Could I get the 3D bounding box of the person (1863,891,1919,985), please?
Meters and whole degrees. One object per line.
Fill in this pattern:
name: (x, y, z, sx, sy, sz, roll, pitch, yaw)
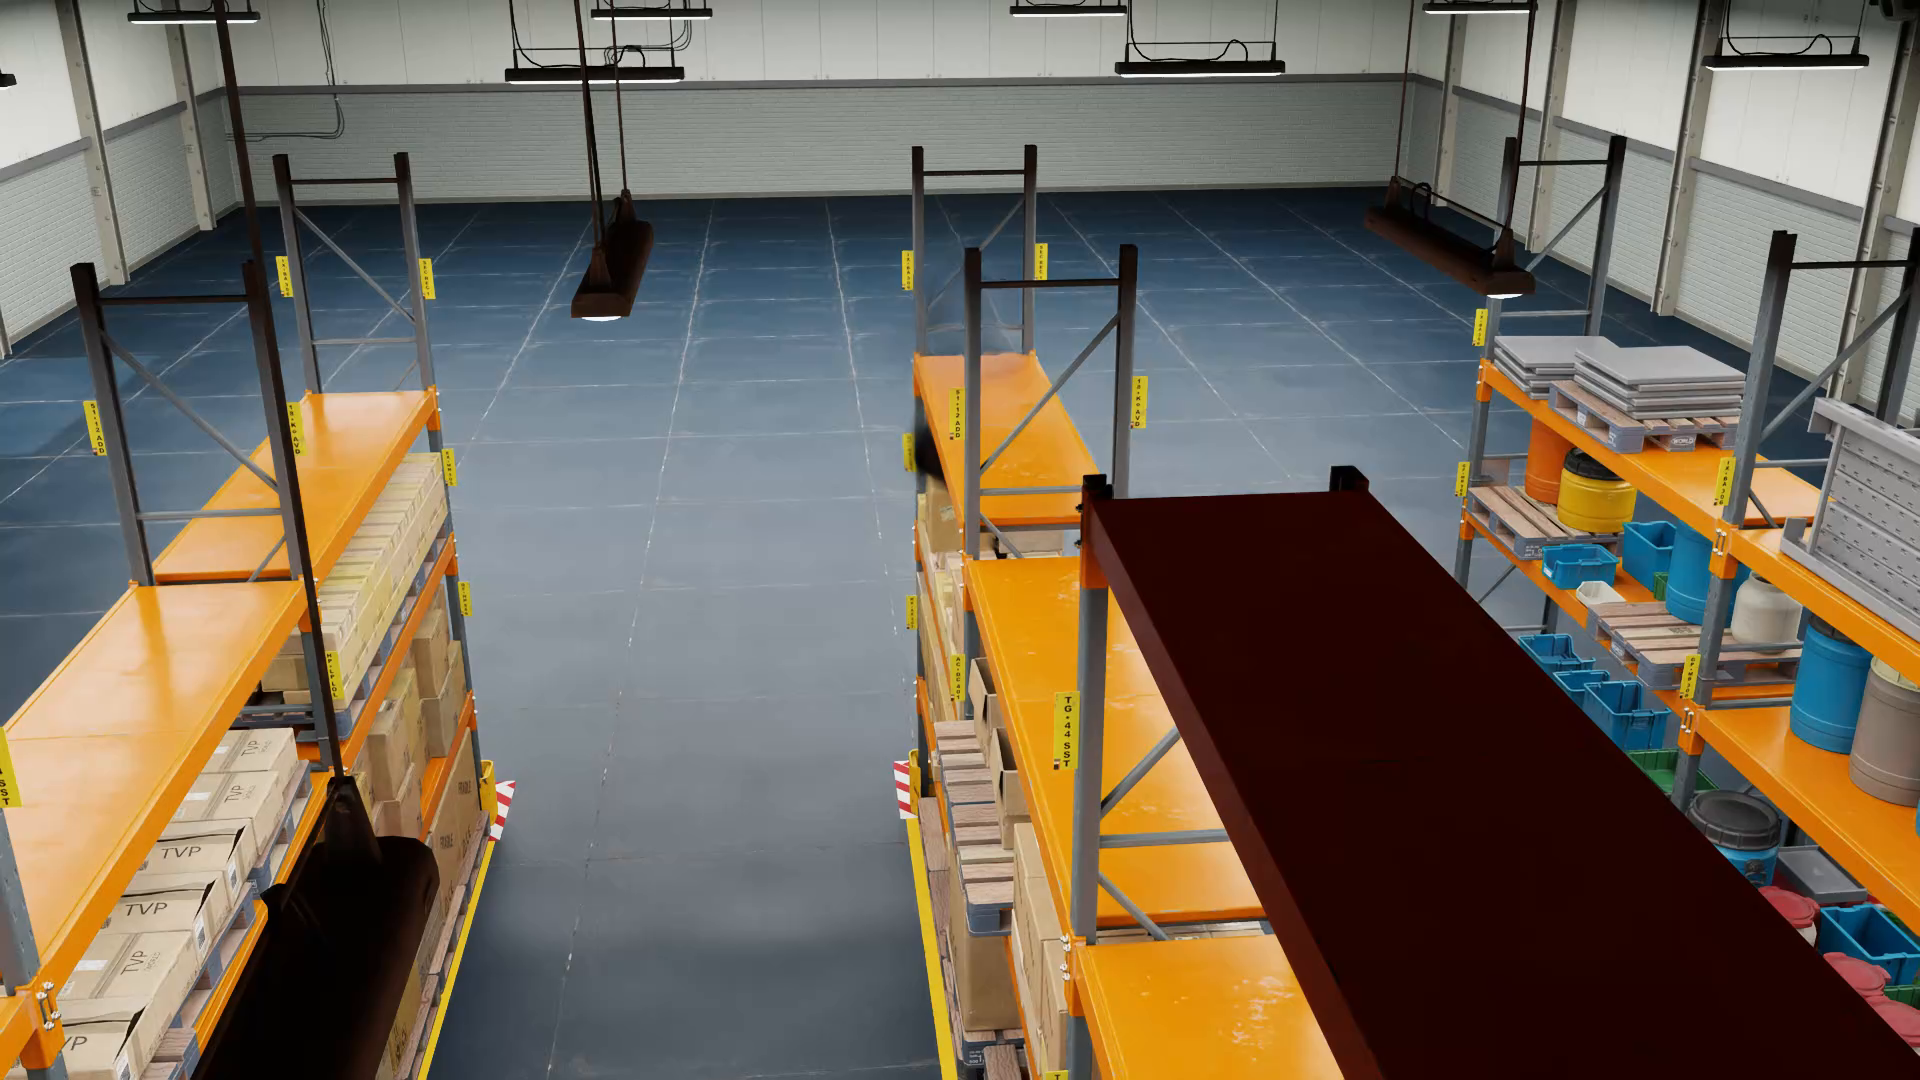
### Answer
person: (6.857, 2.714, 12.381, 0.667, 1.786, 0.956, -3, 22, -6)
